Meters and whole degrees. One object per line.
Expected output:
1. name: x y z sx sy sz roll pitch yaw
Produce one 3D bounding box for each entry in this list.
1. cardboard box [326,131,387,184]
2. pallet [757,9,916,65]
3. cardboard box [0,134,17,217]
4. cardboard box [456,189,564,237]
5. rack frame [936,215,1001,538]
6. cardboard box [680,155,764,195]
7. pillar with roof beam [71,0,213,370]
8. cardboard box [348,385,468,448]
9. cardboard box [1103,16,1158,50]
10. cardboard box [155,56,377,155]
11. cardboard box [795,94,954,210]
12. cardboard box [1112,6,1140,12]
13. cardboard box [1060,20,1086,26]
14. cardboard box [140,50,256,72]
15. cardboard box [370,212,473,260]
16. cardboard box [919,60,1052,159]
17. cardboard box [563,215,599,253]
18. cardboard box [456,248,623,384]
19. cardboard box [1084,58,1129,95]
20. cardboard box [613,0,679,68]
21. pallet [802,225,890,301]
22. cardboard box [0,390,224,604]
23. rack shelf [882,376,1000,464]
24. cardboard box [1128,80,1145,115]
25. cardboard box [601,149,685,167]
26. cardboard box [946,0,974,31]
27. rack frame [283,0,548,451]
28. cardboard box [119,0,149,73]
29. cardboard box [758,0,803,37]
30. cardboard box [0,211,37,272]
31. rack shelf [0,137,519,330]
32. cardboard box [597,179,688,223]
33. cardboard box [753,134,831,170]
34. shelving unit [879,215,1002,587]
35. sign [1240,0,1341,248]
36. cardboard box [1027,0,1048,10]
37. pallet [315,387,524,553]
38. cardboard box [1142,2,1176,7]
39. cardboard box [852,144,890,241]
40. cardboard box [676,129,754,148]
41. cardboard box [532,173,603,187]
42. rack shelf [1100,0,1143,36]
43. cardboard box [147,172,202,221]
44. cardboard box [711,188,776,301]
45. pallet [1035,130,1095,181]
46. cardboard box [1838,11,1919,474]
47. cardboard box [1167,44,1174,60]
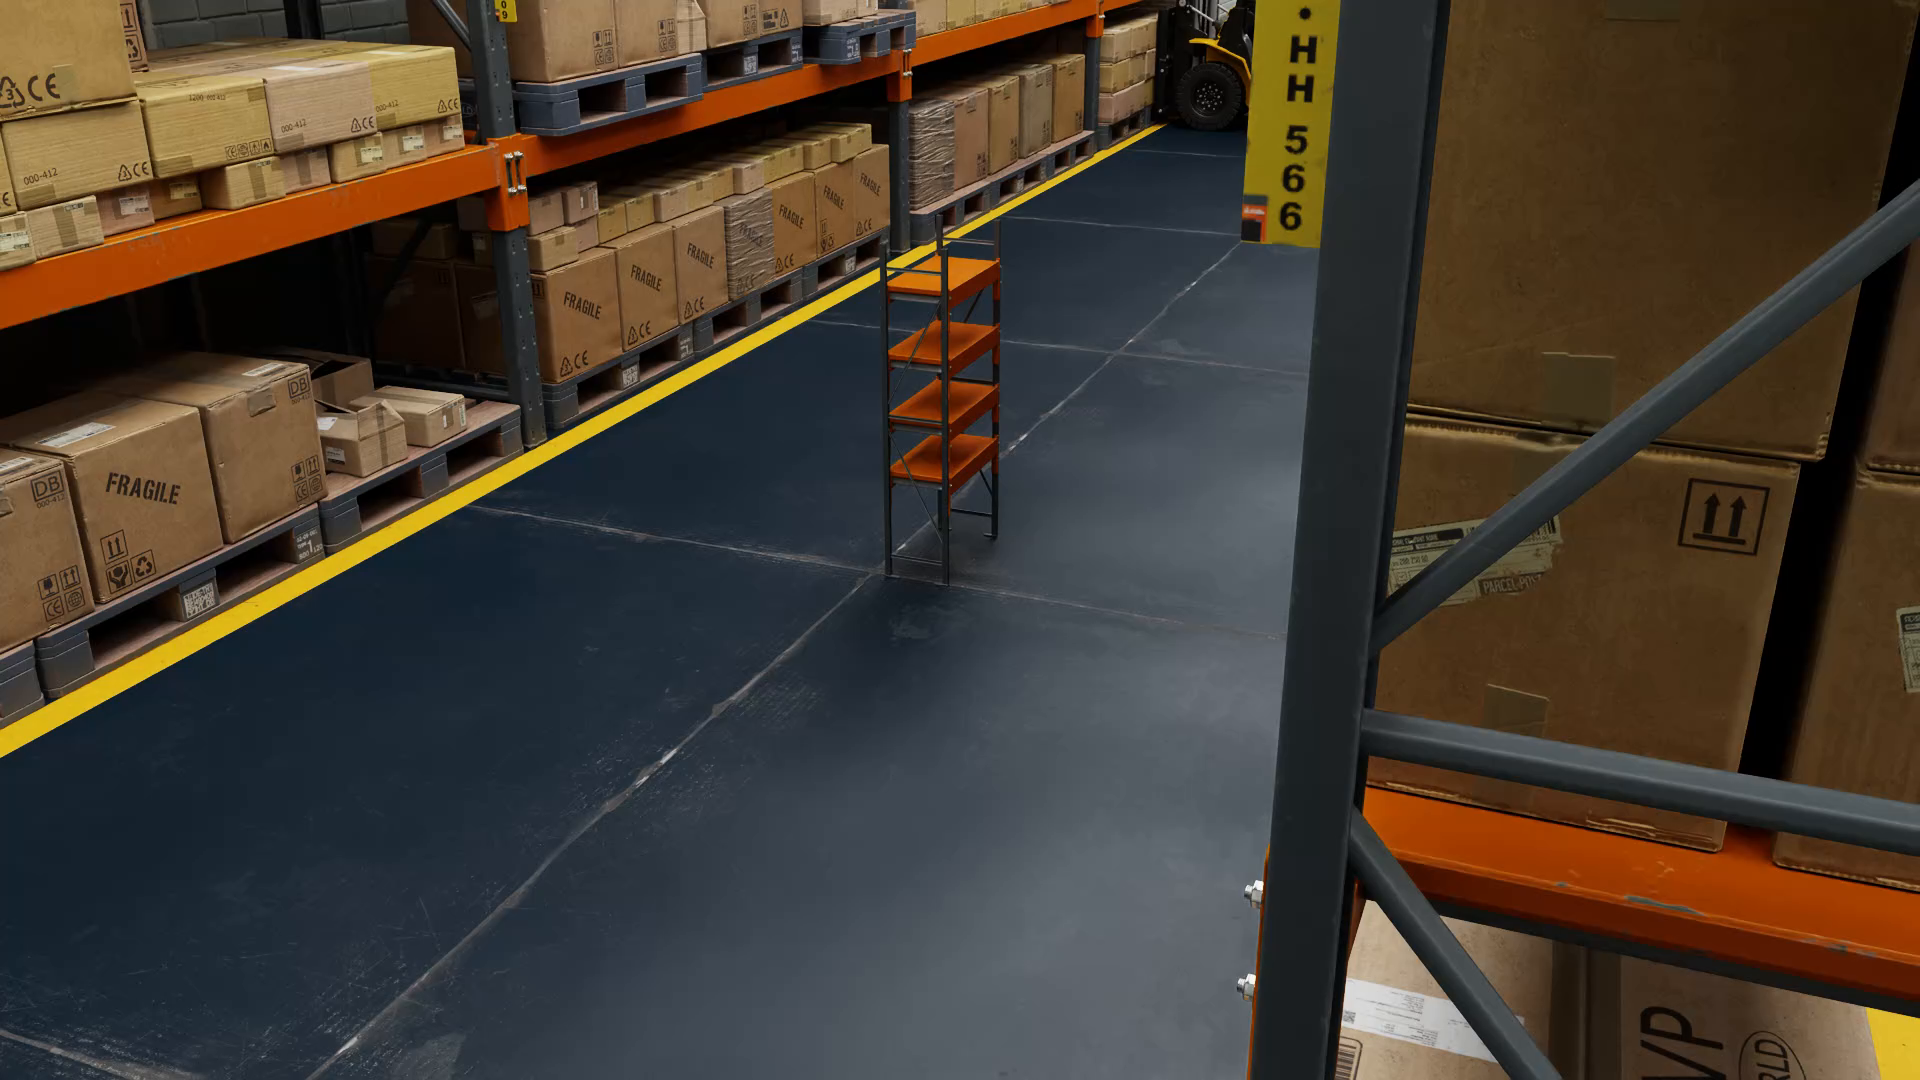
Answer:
1. cardboard box: -2.326 -1.405 6.047 0.380 0.149 0.250 9 24 21
2. pallet: -0.992 -2.954 9.679 1.213 0.211 1.003 9 24 20
3. cardboard box: -2.986 -0.986 4.528 0.500 0.250 0.500 8 24 19
4. cardboard box: -1.967 -1.439 7.275 0.380 0.149 0.250 8 24 19
5. rack frame: 0.029 -0.582 6.086 0.240 1.200 0.015 9 24 20
6. cardboard box: -1.272 -1.951 8.886 0.380 0.149 0.250 8 24 18
7. pillar with roof beam: 0.610 -3.895 3.900 9.100 9.000 0.400 9 24 20
8. cardboard box: -2.226 -0.500 6.710 0.380 0.149 0.250 8 24 18
9. cardboard box: 1.525 -4.602 15.101 0.500 0.250 0.500 10 25 22
10. cardboard box: -2.426 -1.533 5.837 0.500 0.250 0.500 9 24 20
11. cardboard box: -0.561 -2.614 11.153 0.875 0.625 0.625 10 25 22
12. cardboard box: 1.434 -5.042 16.156 0.500 0.250 0.500 9 24 20
13. cardboard box: 0.858 -4.500 14.857 0.500 0.250 0.500 8 24 19
14. cardboard box: -2.906 -1.613 6.027 0.500 0.250 0.500 9 24 20
15. cardboard box: -2.422 -1.376 7.510 0.380 0.149 0.250 8 24 18
16. cardboard box: 0.201 -3.359 12.937 0.875 0.625 0.625 9 24 20
17. cardboard box: -1.880 -1.404 7.575 0.380 0.149 0.250 8 24 19
18. cardboard box: -1.903 -1.045 7.558 0.500 0.500 0.500 10 25 22
19. cardboard box: 1.146 -4.011 14.335 0.500 0.250 0.500 9 24 20
20. cardboard box: -1.712 -2.430 7.501 0.700 0.500 0.500 9 24 21
21. pallet: -1.118 -1.746 10.157 1.003 0.211 1.213 9 24 20
22. cardboard box: -2.819 -0.153 5.423 0.500 0.500 0.500 9 24 21
23. rack shelf: -0.061 -0.432 5.903 0.258 0.148 0.480 9 24 20
24. cardboard box: 1.342 -3.961 14.864 0.500 0.250 0.500 8 24 19
25. cardboard box: -1.719 -2.022 9.056 0.380 0.149 0.250 9 24 20
26. cardboard box: -0.222 -3.529 11.001 0.500 0.250 0.500 8 24 19
27. rack frame: -2.291 -1.864 6.820 1.000 3.000 0.127 9 24 20
28. cardboard box: -3.092 -1.783 5.462 0.500 0.500 0.500 8 24 19
29. cardboard box: -1.240 -2.926 8.684 0.797 0.503 0.637 8 24 19
30. cardboard box: -2.876 -0.848 4.715 0.380 0.149 0.250 8 24 19
31. rack shelf: -3.034 -0.816 5.245 1.077 0.370 4.000 9 24 20
32. cardboard box: -1.579 -1.681 8.240 0.380 0.149 0.250 9 24 20
33. cardboard box: -0.965 -2.232 9.557 0.380 0.149 0.250 8 24 18
34. shelving unit: -0.061 -0.494 5.877 0.258 1.200 0.503 9 24 20
35. sign: 0.334 -0.449 1.624 0.100 0.325 0.005 9 24 20
36. cardboard box: 0.341 -4.085 12.333 0.500 0.250 0.500 9 24 20
37. pallet: -2.547 -0.331 6.769 1.003 0.211 1.213 9 24 20
38. cardboard box: 2.100 -5.151 16.416 0.500 0.250 0.500 9 24 21
39. cardboard box: -0.763 -2.153 10.211 0.500 0.500 0.500 10 24 22
40. cardboard box: -1.430 -2.301 9.723 0.380 0.149 0.250 9 24 21
41. cardboard box: -2.024 -1.746 8.394 0.380 0.149 0.250 9 24 22
42. rack shelf: 1.423 -5.110 15.525 1.077 0.370 4.000 9 24 20
43. cardboard box: -2.717 -1.143 5.420 0.380 0.149 0.250 9 24 21
44. cardboard box: -1.326 -1.599 8.886 0.500 0.500 0.500 8 24 18
45. pallet: 0.443 -3.170 13.566 1.003 0.211 1.213 9 24 20
46. cardboard box: 1.275 -0.361 1.796 0.500 0.500 0.500 8 24 19
47. cardboard box: 1.718 -4.550 15.626 0.500 0.250 0.500 9 24 20
